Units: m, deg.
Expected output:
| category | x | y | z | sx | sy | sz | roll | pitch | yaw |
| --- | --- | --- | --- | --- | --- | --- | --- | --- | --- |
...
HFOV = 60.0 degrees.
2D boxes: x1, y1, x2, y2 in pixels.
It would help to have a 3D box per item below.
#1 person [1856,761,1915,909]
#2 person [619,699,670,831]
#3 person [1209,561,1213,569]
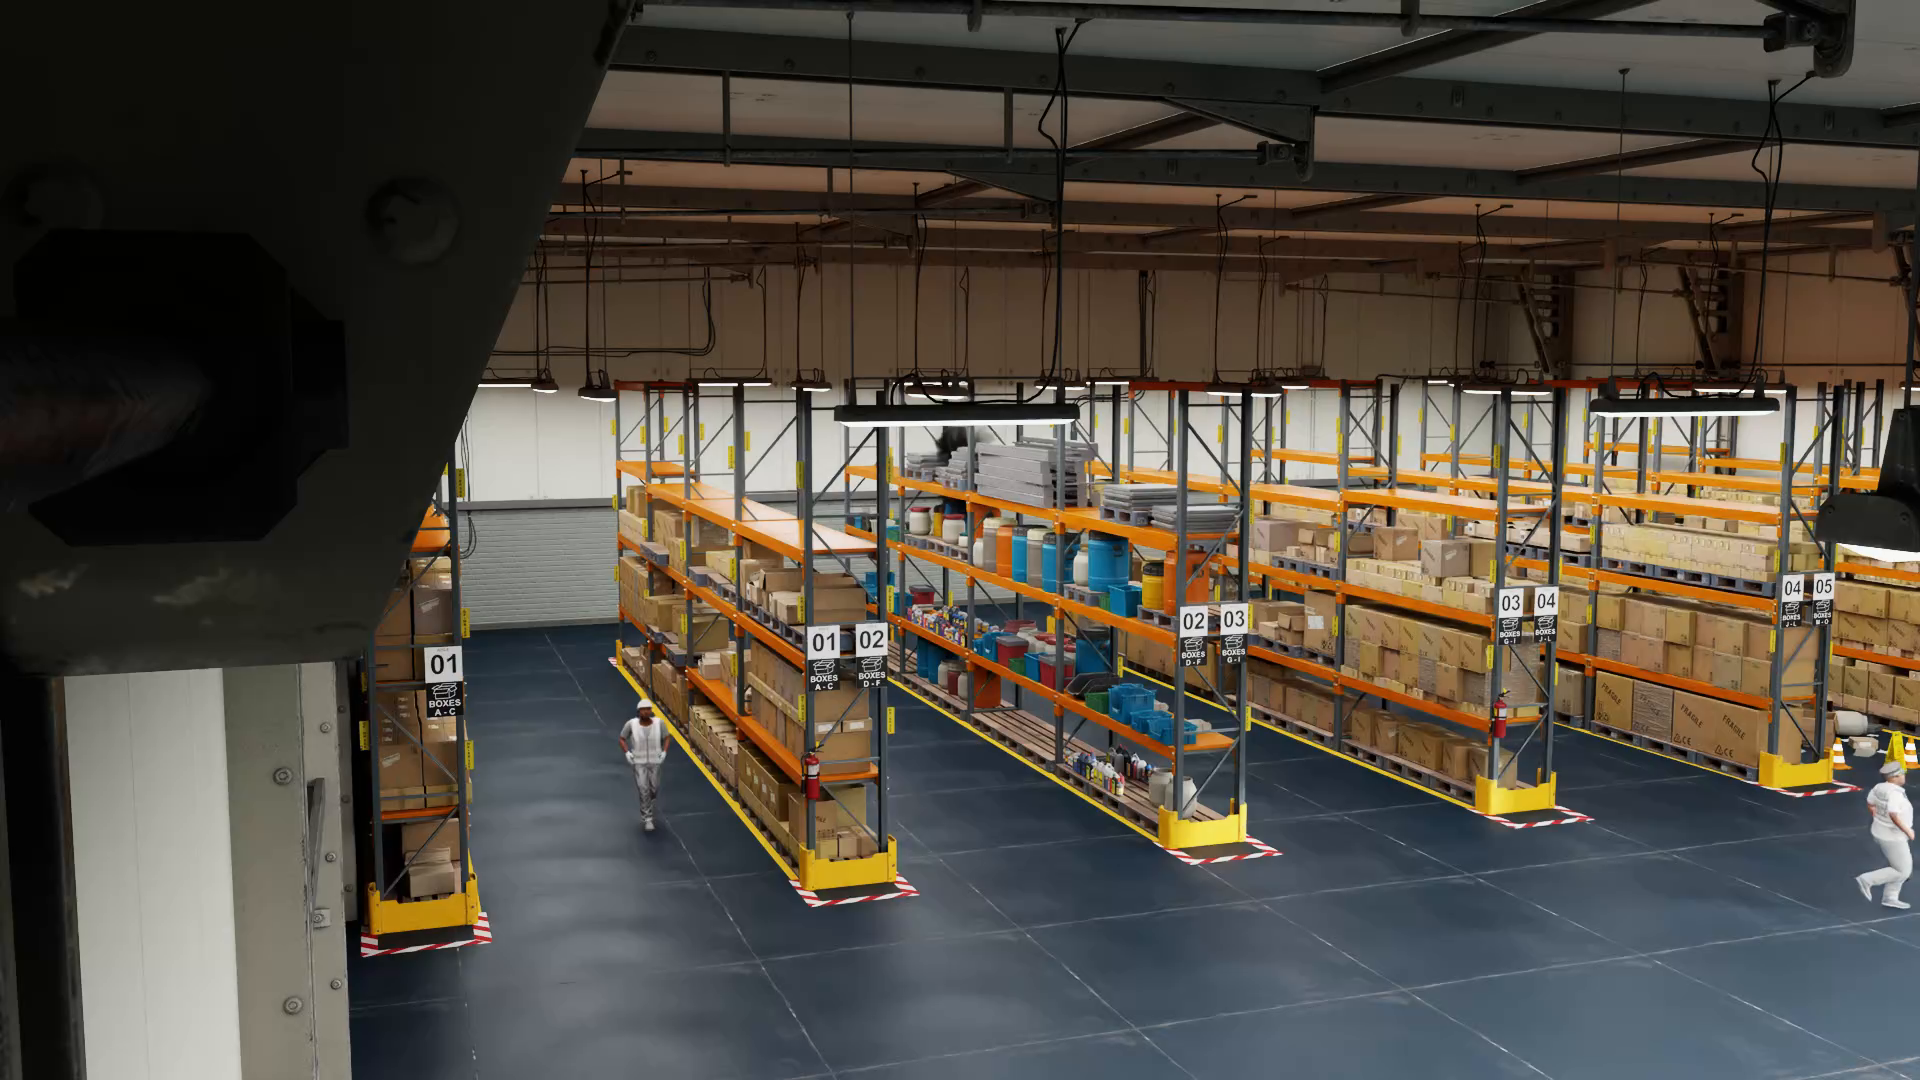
| category | x | y | z | sx | sy | sz | roll | pitch | yaw |
| --- | --- | --- | --- | --- | --- | --- | --- | --- | --- |
| person | 10.775 | 3.430 | 19.356 | 0.658 | 1.747 | 0.655 | 1 | 6 | 8 |
| person | -4.324 | 3.050 | 22.879 | 0.692 | 1.769 | 0.812 | -2 | 6 | -20 |
| person | 5.759 | 1.361 | 39.093 | 0.792 | 1.705 | 0.775 | 2 | 6 | 14 |
